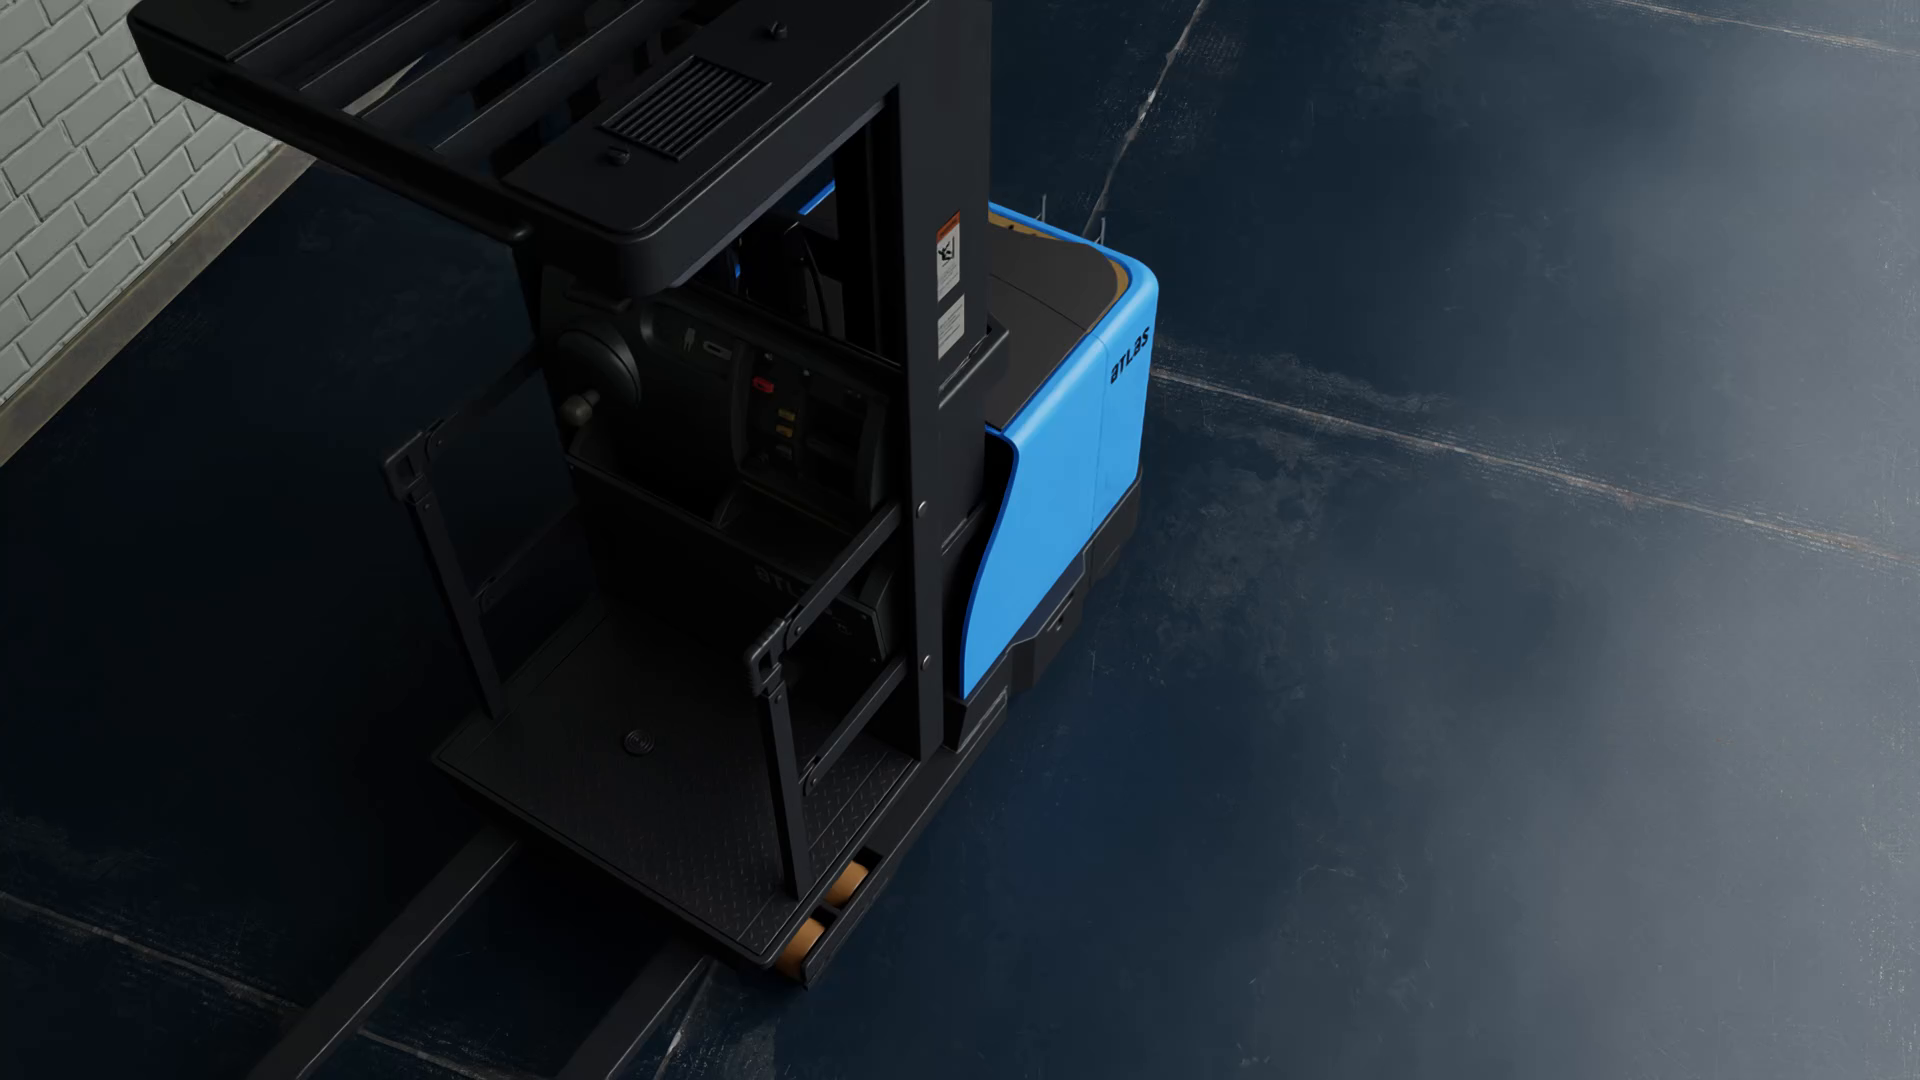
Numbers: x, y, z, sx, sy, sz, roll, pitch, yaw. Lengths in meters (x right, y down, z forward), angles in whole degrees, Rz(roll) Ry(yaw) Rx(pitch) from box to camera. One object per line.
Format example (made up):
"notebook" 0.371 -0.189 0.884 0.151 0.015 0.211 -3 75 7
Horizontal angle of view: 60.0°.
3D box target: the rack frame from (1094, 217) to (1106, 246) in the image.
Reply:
"rack frame" 0.360 -0.578 5.154 0.006 0.900 0.240 26 54 21

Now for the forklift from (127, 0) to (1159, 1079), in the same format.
"forklift" -0.664 -0.245 3.523 1.130 2.935 3.031 26 54 21

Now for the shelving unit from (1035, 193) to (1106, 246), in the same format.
"shelving unit" 0.274 -0.619 5.190 0.210 0.900 0.258 26 54 21

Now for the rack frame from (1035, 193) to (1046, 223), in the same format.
"rack frame" 0.188 -0.660 5.226 0.006 0.900 0.240 26 54 21
